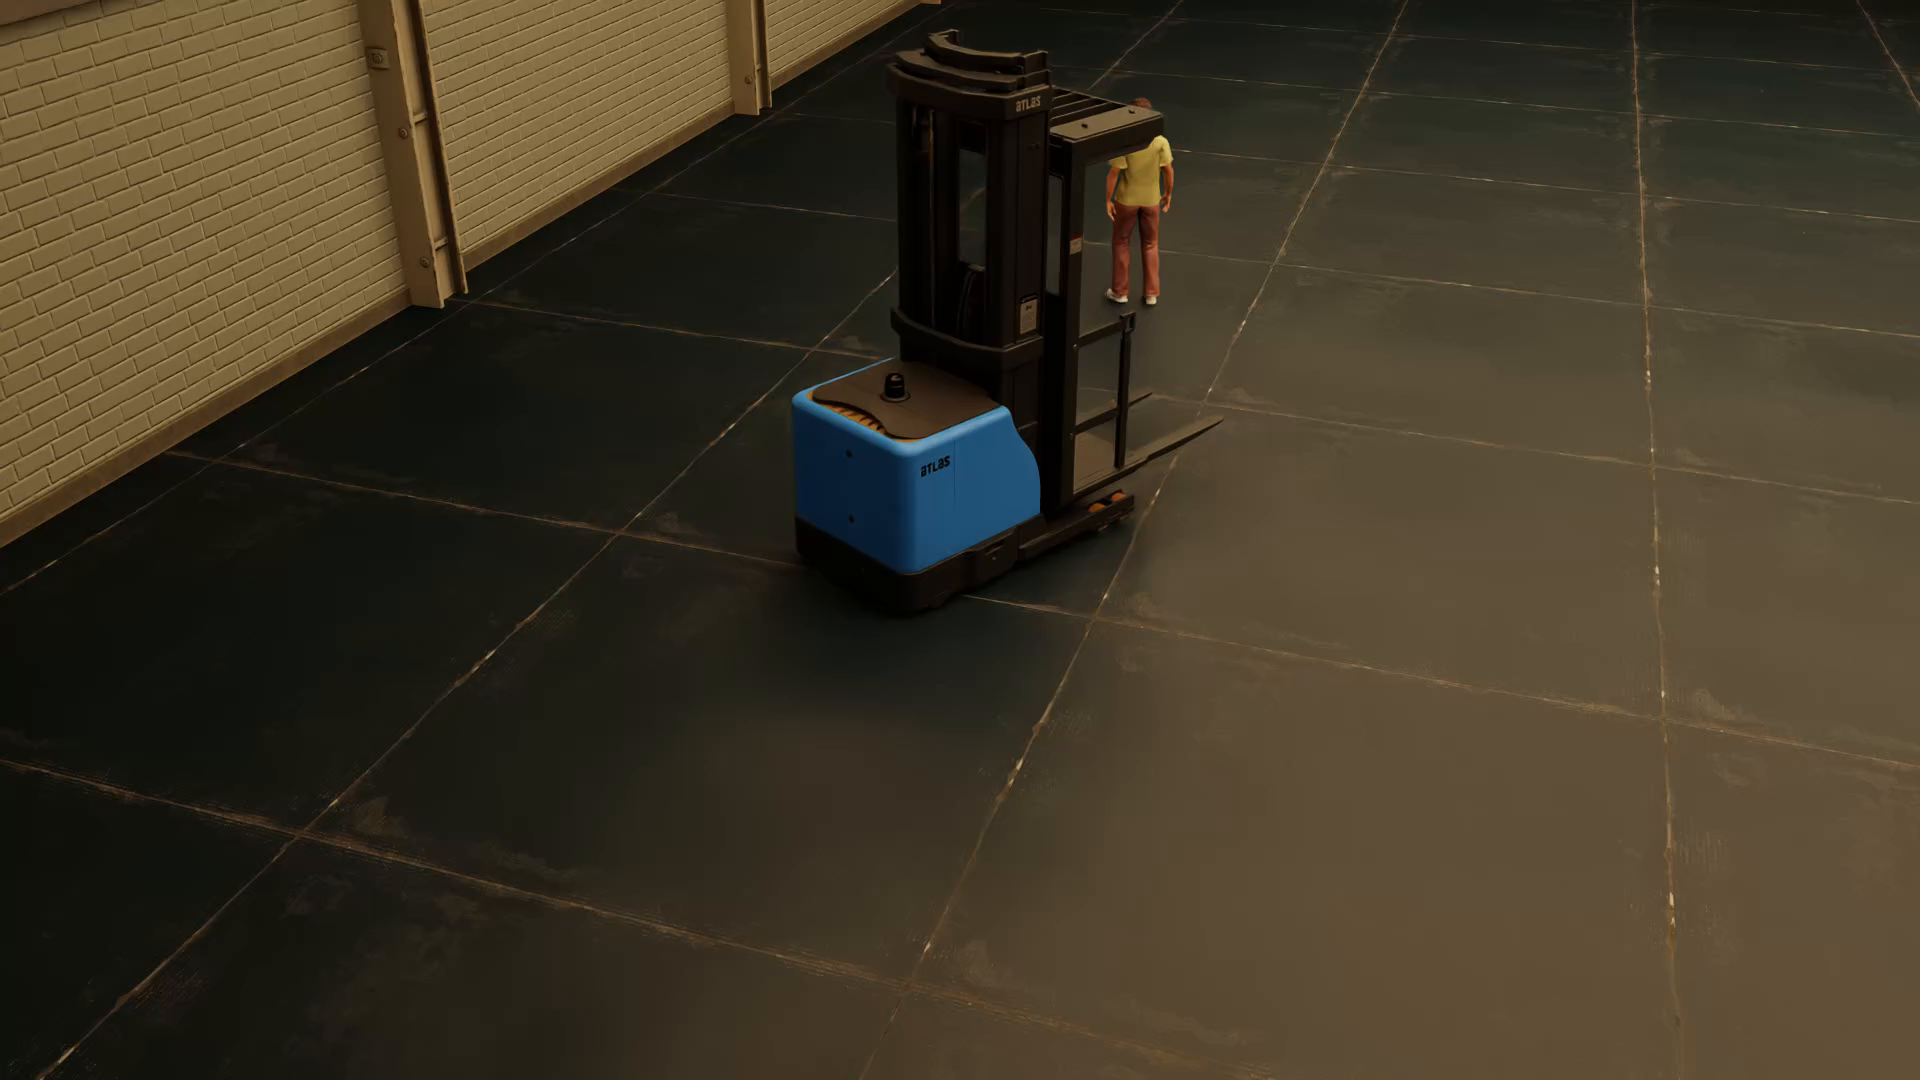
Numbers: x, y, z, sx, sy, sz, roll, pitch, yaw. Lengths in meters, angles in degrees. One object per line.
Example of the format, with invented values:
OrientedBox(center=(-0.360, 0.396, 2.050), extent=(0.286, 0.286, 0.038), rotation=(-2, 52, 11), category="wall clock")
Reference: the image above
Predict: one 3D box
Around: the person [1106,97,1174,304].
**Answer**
OrientedBox(center=(1.390, -2.653, 13.079), extent=(0.538, 1.690, 0.479), rotation=(-2, 30, -4), category="person")

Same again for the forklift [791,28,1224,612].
OrientedBox(center=(0.440, -1.496, 9.761), extent=(3.031, 2.935, 1.130), rotation=(-25, 38, -37), category="forklift")
